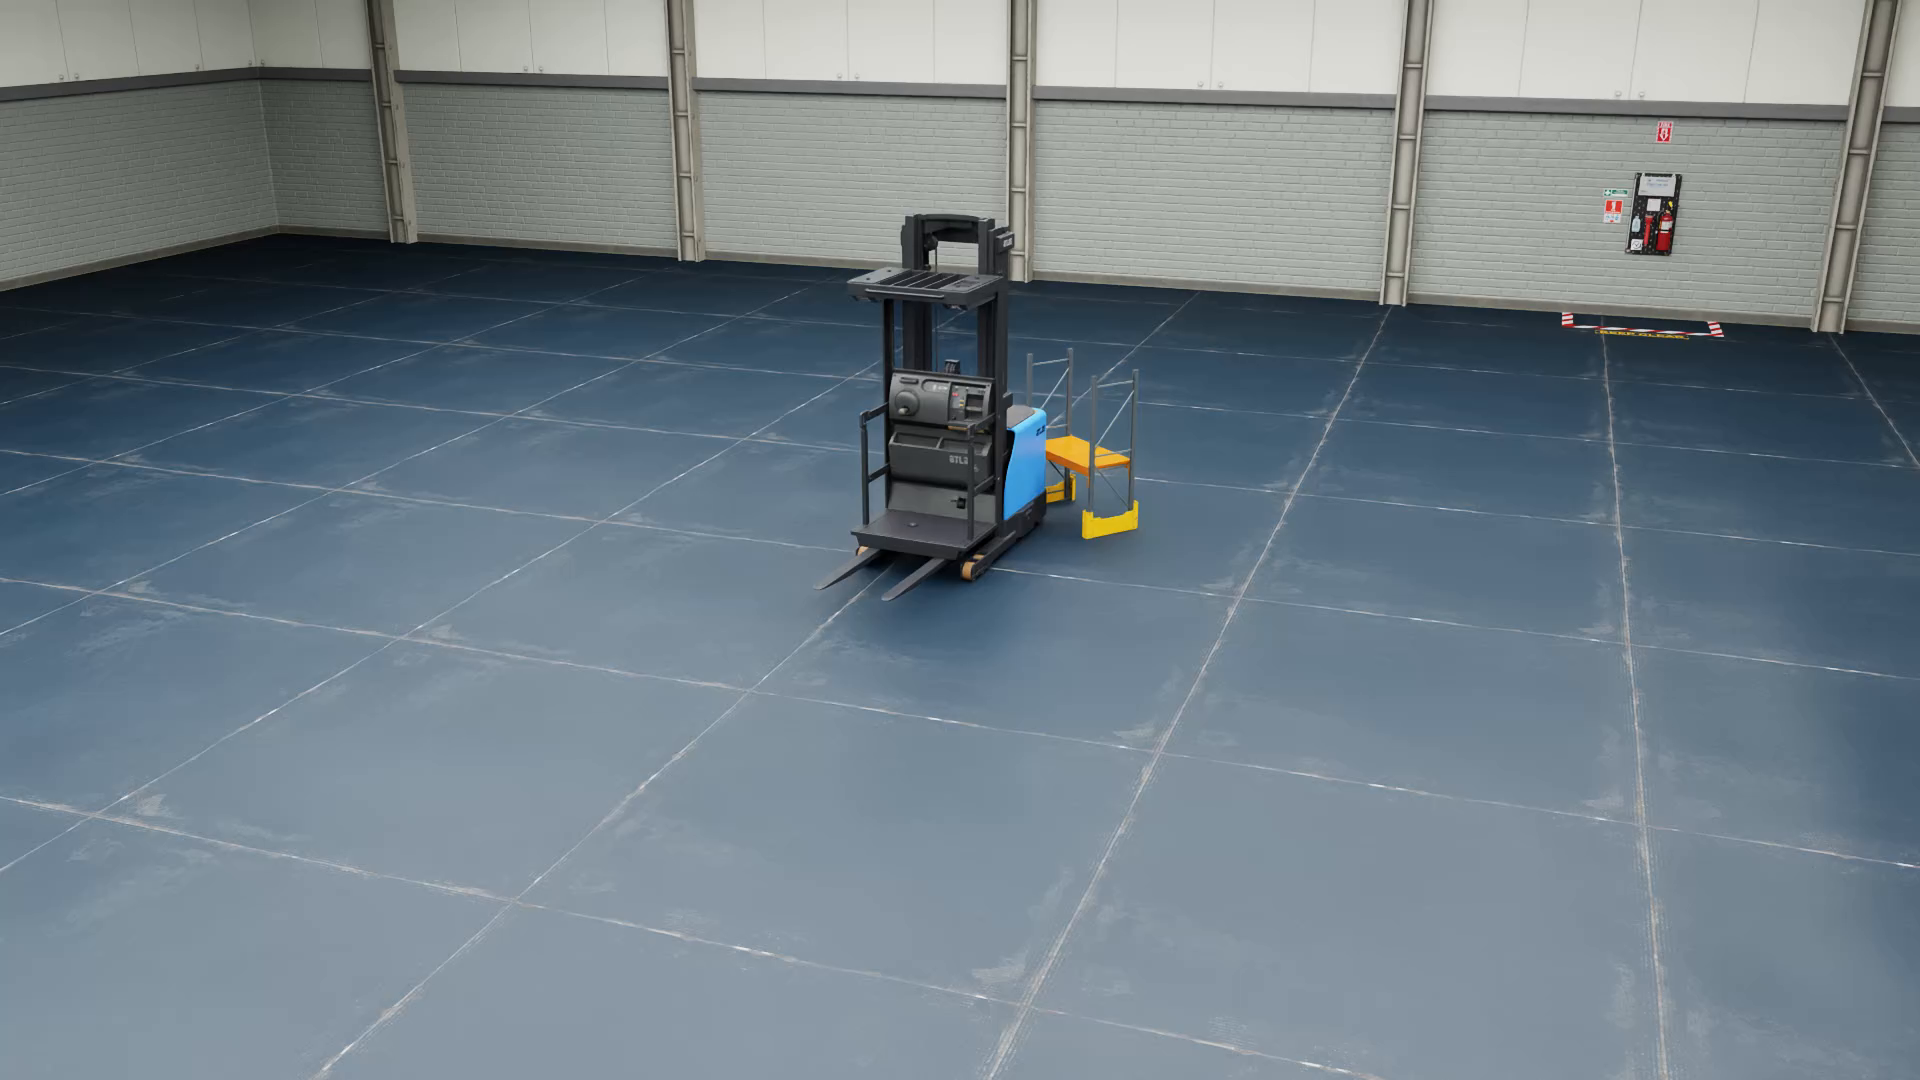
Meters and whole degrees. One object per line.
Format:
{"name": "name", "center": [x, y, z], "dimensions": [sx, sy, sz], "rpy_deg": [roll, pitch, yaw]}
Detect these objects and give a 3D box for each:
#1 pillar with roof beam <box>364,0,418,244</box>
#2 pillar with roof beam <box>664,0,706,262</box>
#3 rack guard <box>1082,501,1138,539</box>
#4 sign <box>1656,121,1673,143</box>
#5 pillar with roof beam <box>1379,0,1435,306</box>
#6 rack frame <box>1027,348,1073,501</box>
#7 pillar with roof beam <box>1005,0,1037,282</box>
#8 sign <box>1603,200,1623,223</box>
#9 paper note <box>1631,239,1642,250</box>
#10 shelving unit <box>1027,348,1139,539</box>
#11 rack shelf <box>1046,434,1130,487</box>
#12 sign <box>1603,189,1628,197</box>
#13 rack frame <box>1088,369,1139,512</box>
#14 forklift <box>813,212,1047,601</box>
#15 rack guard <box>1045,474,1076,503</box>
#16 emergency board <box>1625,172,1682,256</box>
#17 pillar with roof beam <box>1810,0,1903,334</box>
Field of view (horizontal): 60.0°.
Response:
{"name": "pillar with roof beam", "center": [-11.779, -8.477, 25.723], "dimensions": [0.400, 9.000, 9.100], "rpy_deg": [7, 20, 18]}
{"name": "pillar with roof beam", "center": [-6.112, -7.829, 23.863], "dimensions": [0.400, 9.000, 9.100], "rpy_deg": [7, 20, 18]}
{"name": "rack guard", "center": [1.378, -0.188, 15.235], "dimensions": [0.587, 0.250, 0.087], "rpy_deg": [-11, 22, -30]}
{"name": "sign", "center": [10.008, -5.795, 23.623], "dimensions": [0.199, 0.298, 0.001], "rpy_deg": [7, 20, 18]}
{"name": "pillar with roof beam", "center": [5.224, -6.532, 20.145], "dimensions": [0.400, 9.000, 9.100], "rpy_deg": [7, 20, 18]}
{"name": "rack frame", "center": [0.846, -1.063, 15.846], "dimensions": [0.500, 1.500, 0.032], "rpy_deg": [-11, 22, -30]}
{"name": "pillar with roof beam", "center": [-0.444, -7.180, 22.004], "dimensions": [0.400, 9.000, 9.100], "rpy_deg": [7, 20, 18]}
{"name": "sign", "center": [9.494, -4.777, 24.170], "dimensions": [0.234, 0.329, 0.001], "rpy_deg": [7, 20, 18]}
{"name": "paper note", "center": [9.838, -4.293, 24.174], "dimensions": [0.142, 0.148, 0.016], "rpy_deg": [7, 20, 18]}
{"name": "shelving unit", "center": [1.117, -0.918, 15.430], "dimensions": [0.587, 1.500, 1.083], "rpy_deg": [-11, 22, -30]}
{"name": "rack shelf", "center": [1.113, -0.751, 15.497], "dimensions": [0.538, 0.185, 1.000], "rpy_deg": [-11, 22, -30]}
{"name": "sign", "center": [9.495, -5.024, 24.074], "dimensions": [0.331, 0.109, 0.001], "rpy_deg": [7, 20, 18]}
{"name": "rack frame", "center": [1.379, -0.778, 15.029], "dimensions": [0.500, 1.500, 0.032], "rpy_deg": [-11, 22, -30]}
{"name": "forklift", "center": [-0.254, -1.196, 14.055], "dimensions": [1.130, 2.935, 3.031], "rpy_deg": [8, 21, 23]}
{"name": "rack guard", "center": [0.856, -0.467, 16.036], "dimensions": [0.587, 0.250, 0.087], "rpy_deg": [-11, 22, -30]}
{"name": "emergency board", "center": [9.983, -4.669, 23.913], "dimensions": [0.643, 1.169, 0.194], "rpy_deg": [7, 20, 18]}
{"name": "pillar with roof beam", "center": [10.892, -5.884, 18.286], "dimensions": [0.400, 9.000, 9.100], "rpy_deg": [7, 20, 18]}
